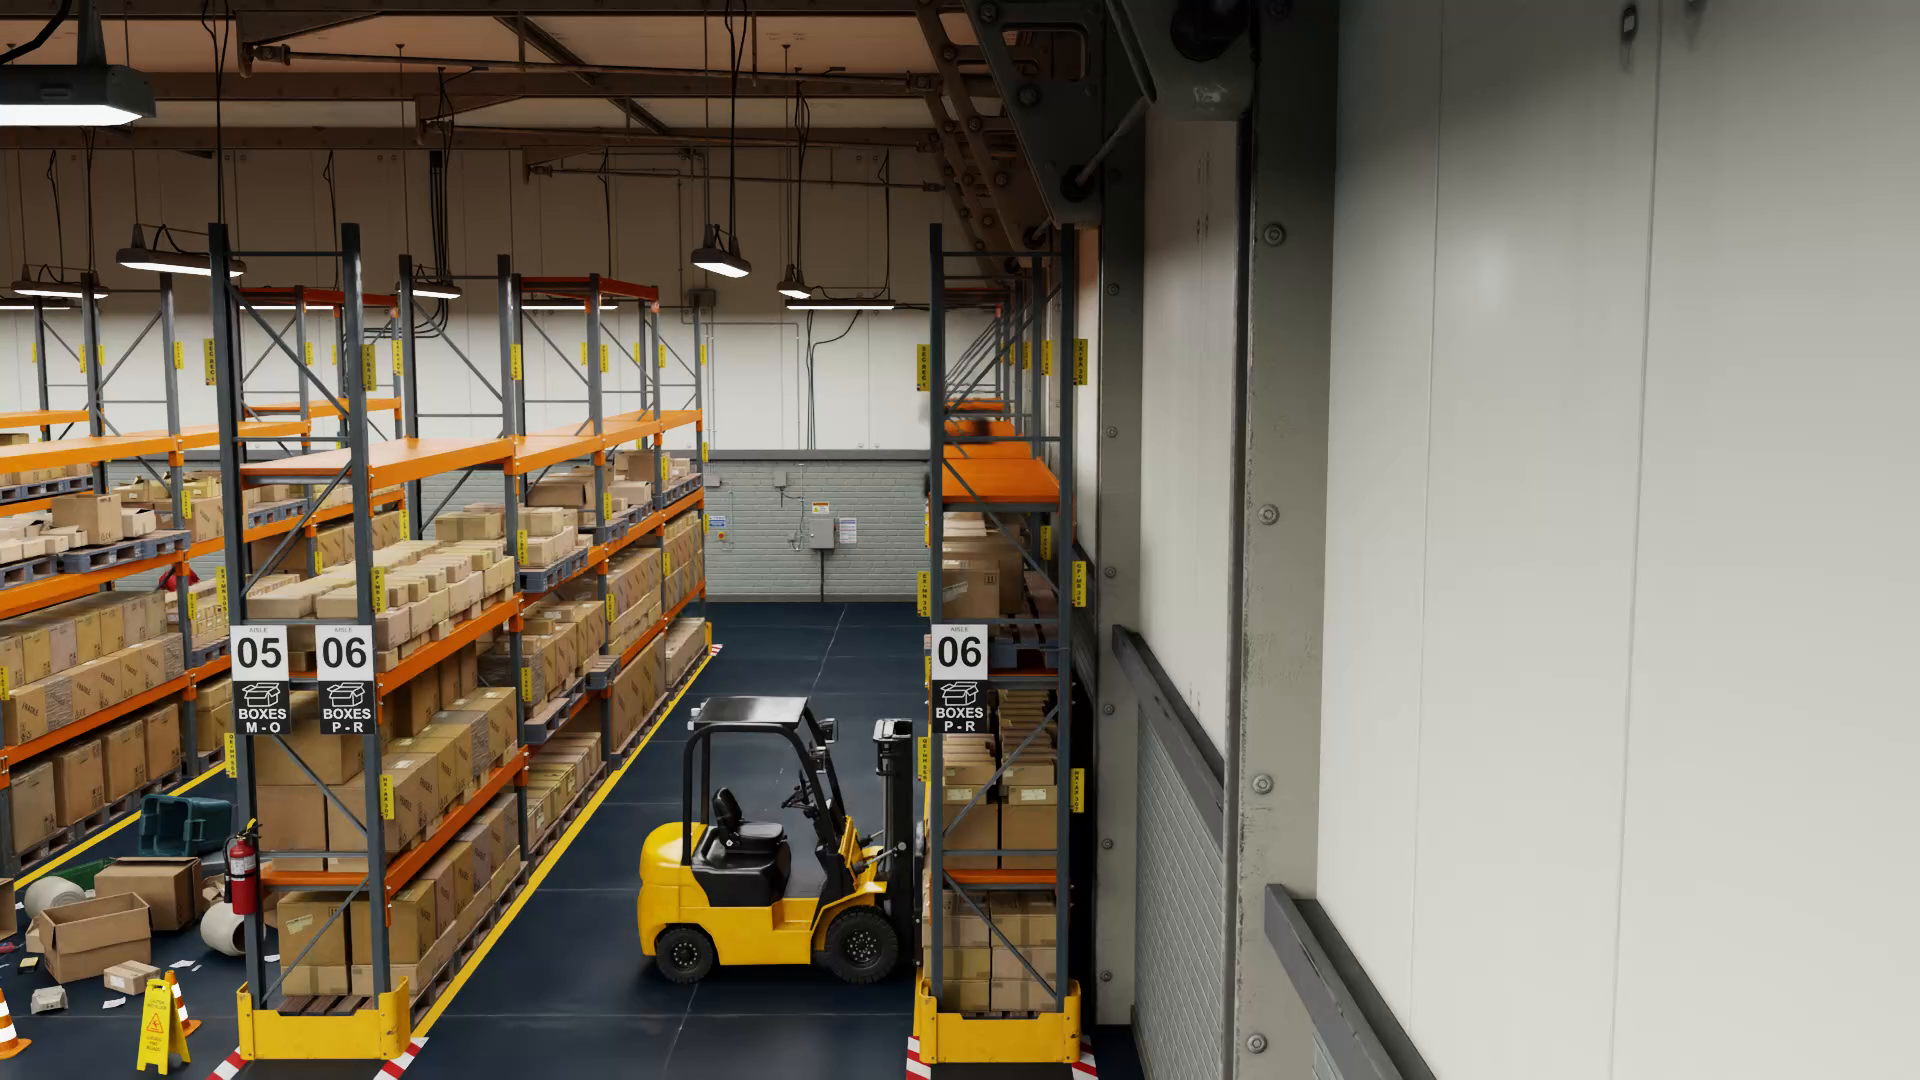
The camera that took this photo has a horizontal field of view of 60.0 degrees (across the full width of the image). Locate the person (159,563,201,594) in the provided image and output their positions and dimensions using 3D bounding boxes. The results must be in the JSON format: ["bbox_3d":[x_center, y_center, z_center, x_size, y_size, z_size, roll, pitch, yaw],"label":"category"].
[{"bbox_3d":[-13.111,1.098,28.016,0.688,1.666,0.696,-5,8,-37],"label":"person"}]

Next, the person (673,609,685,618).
[{"bbox_3d":[-5.301,0.762,30.173,0.664,1.762,0.671,-2,7,-14],"label":"person"}]
